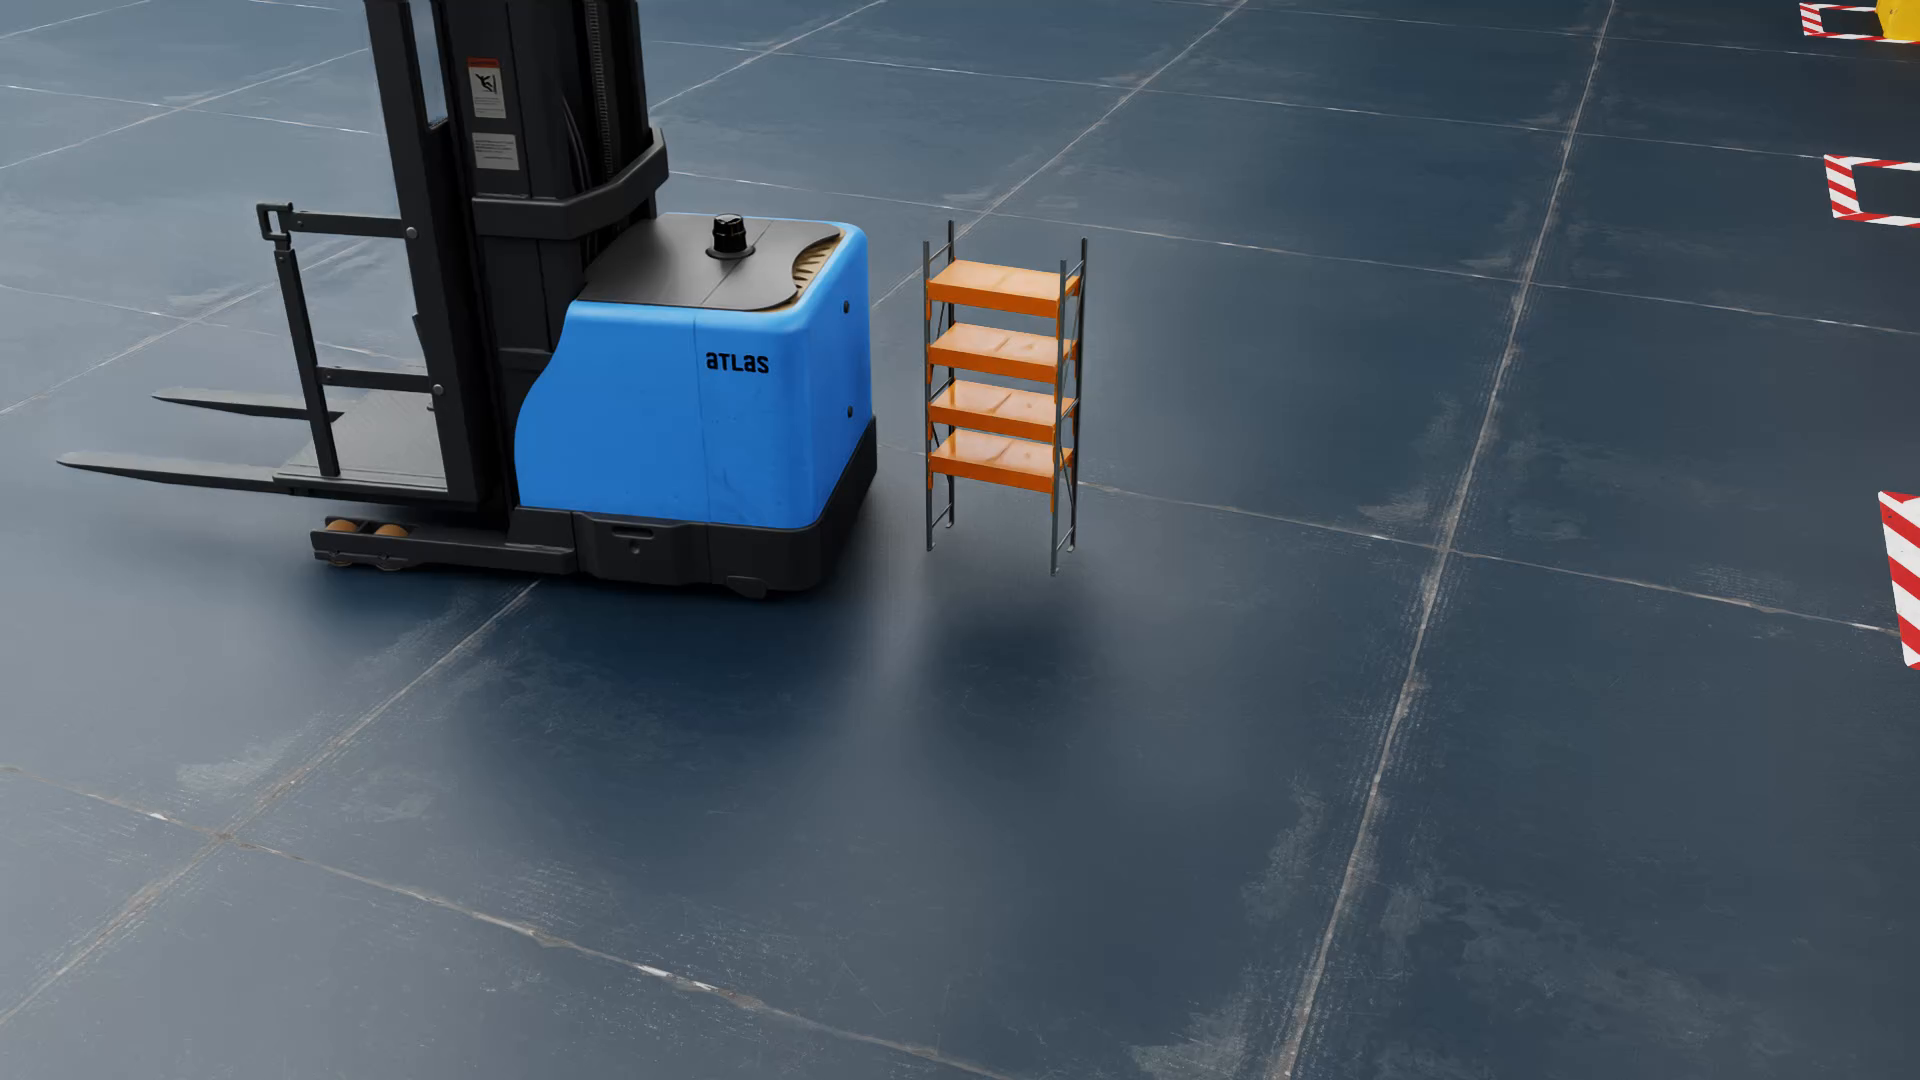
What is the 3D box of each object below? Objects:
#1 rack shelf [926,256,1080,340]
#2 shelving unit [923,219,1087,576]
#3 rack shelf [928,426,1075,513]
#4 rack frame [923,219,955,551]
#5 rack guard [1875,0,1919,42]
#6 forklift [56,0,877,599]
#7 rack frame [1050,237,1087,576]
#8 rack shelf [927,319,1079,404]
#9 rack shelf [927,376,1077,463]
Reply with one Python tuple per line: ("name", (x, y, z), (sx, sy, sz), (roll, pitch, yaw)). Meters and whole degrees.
("rack shelf", (0.153, -0.834, 5.707), (0.480, 0.148, 0.258), (11, 31, 19))
("shelving unit", (0.153, -0.492, 5.901), (0.503, 1.200, 0.258), (11, 31, 19))
("rack shelf", (0.153, -0.260, 6.031), (0.480, 0.148, 0.258), (11, 31, 19))
("rack frame", (-0.073, -0.537, 5.980), (0.015, 1.200, 0.240), (11, 31, 19))
("rack guard", (7.821, -4.487, 13.680), (0.348, 0.500, 1.175), (11, 31, 19))
("forklift", (-1.894, -1.411, 5.768), (3.031, 2.935, 1.130), (5, 30, 9))
("rack frame", (0.380, -0.447, 5.821), (0.015, 1.200, 0.240), (11, 31, 19))
("rack shelf", (0.153, -0.628, 5.824), (0.480, 0.148, 0.258), (11, 31, 19))
("rack shelf", (0.153, -0.433, 5.934), (0.480, 0.148, 0.258), (11, 31, 19))
